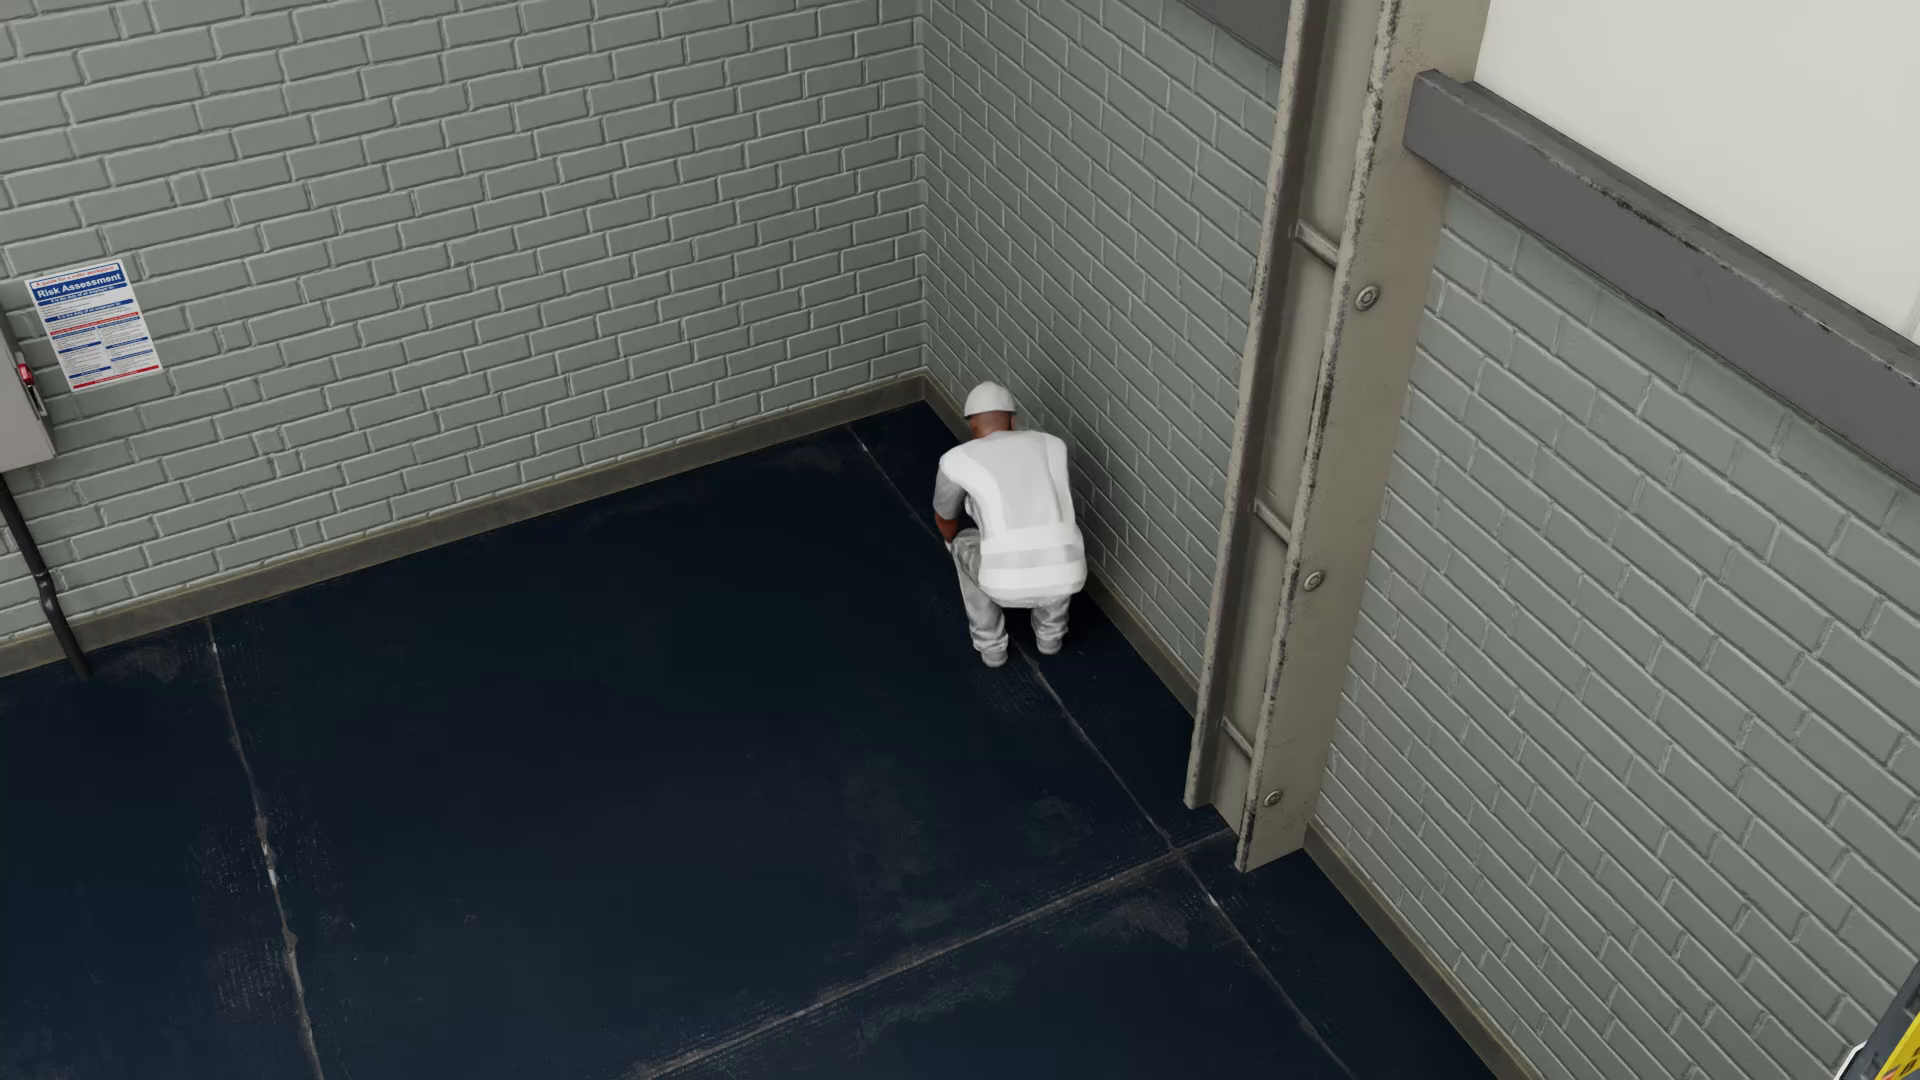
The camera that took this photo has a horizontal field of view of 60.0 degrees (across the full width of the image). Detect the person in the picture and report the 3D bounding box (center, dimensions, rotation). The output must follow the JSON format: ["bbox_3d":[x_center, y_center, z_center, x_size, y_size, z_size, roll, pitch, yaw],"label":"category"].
[{"bbox_3d":[0.205,0.020,6.826,0.569,0.896,0.903,-5,41,-6],"label":"person"}]
